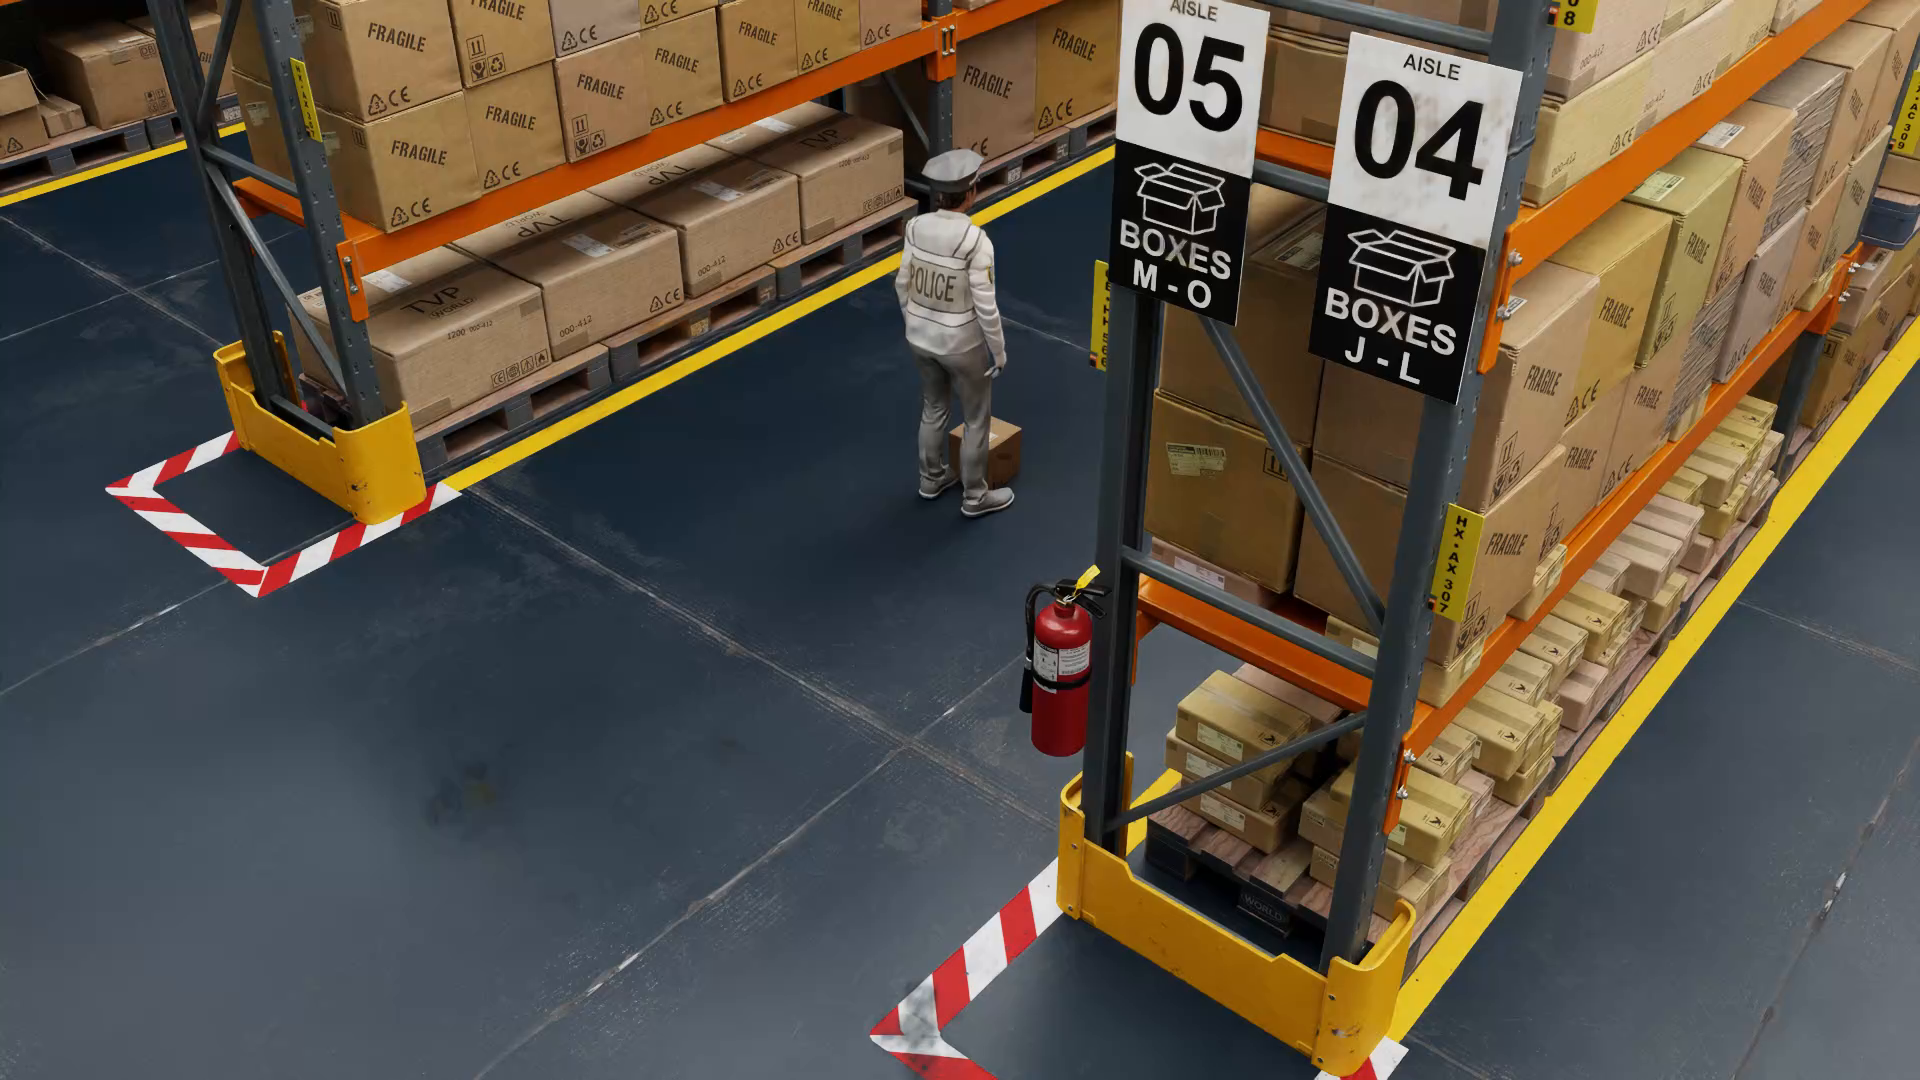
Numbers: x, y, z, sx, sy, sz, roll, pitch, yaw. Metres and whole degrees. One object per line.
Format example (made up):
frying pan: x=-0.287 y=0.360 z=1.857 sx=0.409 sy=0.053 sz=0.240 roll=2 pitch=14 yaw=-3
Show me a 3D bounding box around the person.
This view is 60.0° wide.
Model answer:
person: x=-0.036 y=-0.891 z=7.401 sx=0.547 sy=1.667 sz=0.369 roll=23 pitch=41 yaw=29
